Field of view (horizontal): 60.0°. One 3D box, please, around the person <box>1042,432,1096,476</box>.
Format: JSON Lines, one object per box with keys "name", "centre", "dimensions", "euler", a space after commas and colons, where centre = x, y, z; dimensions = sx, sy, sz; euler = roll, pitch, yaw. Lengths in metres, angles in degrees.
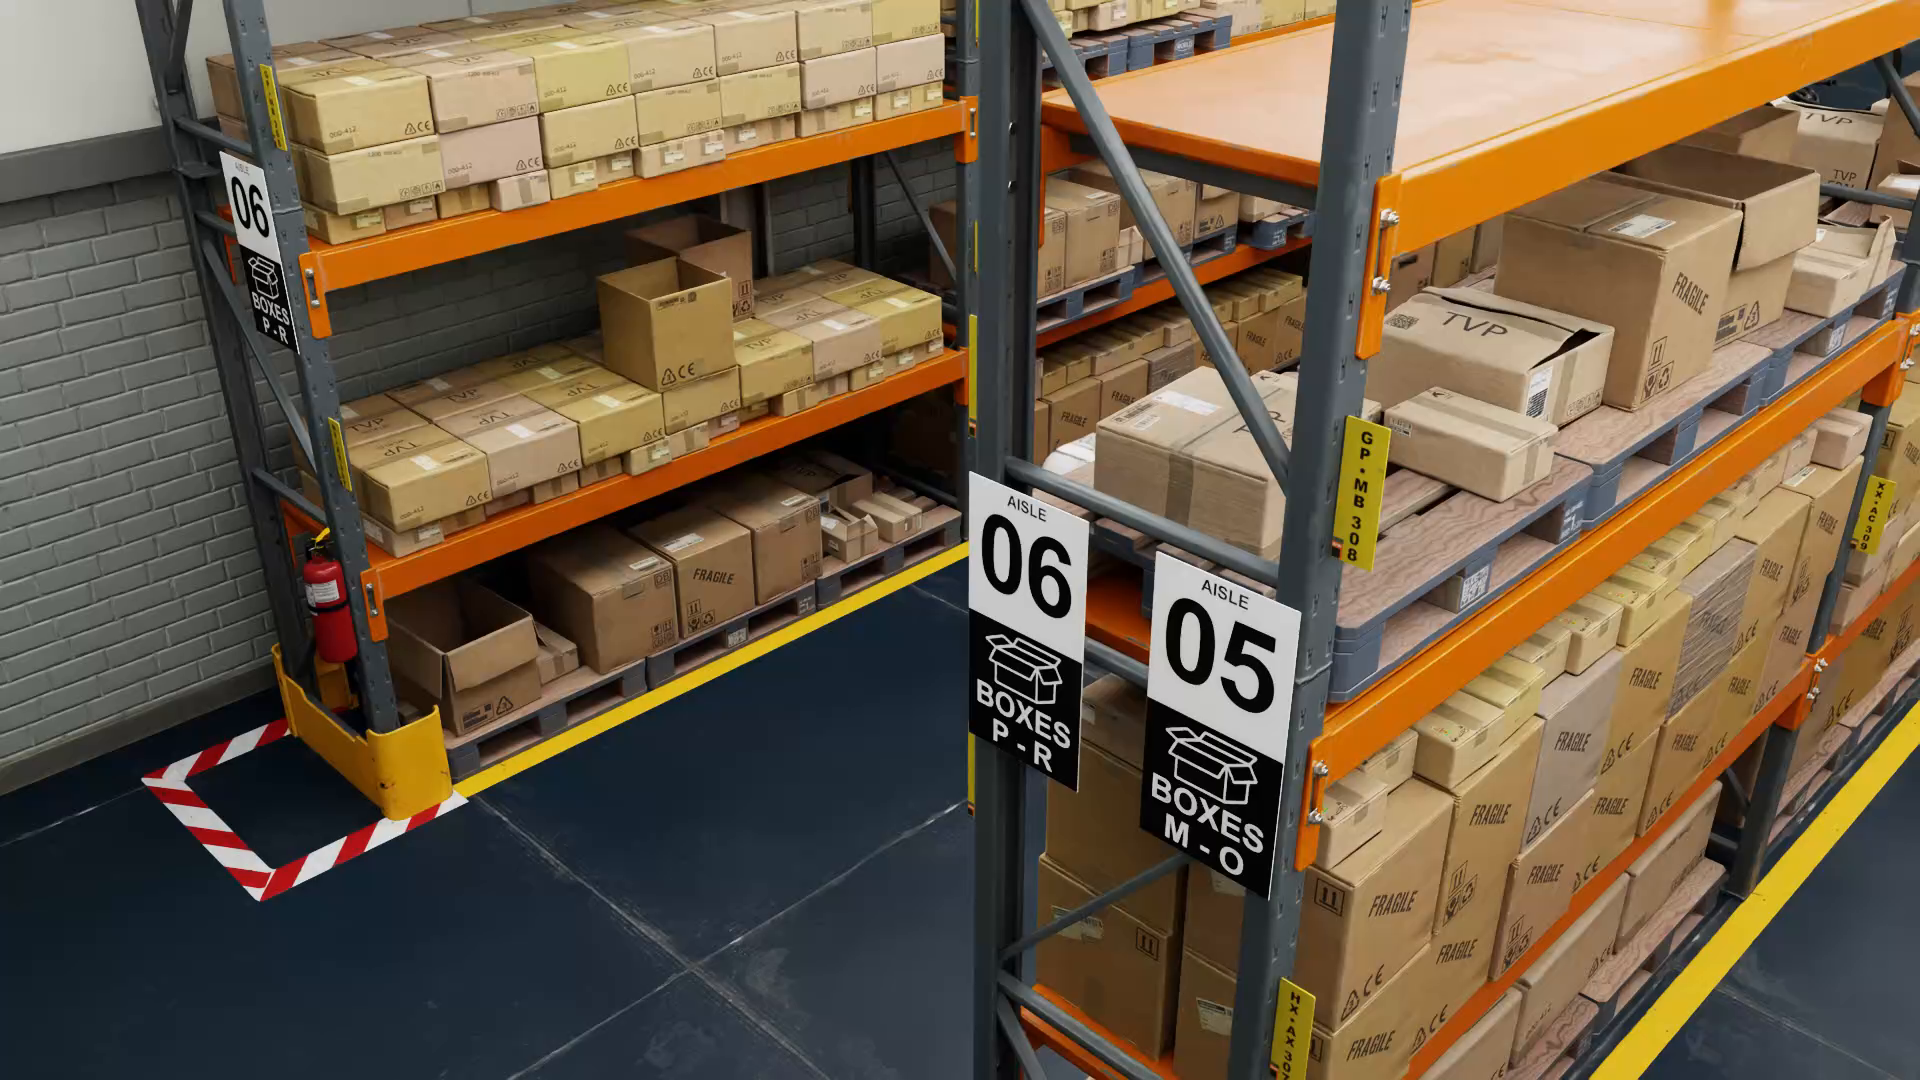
{"name": "person", "centre": [0.823, -0.160, 9.894], "dimensions": [0.431, 1.022, 0.938], "euler": [21, 35, 34]}
